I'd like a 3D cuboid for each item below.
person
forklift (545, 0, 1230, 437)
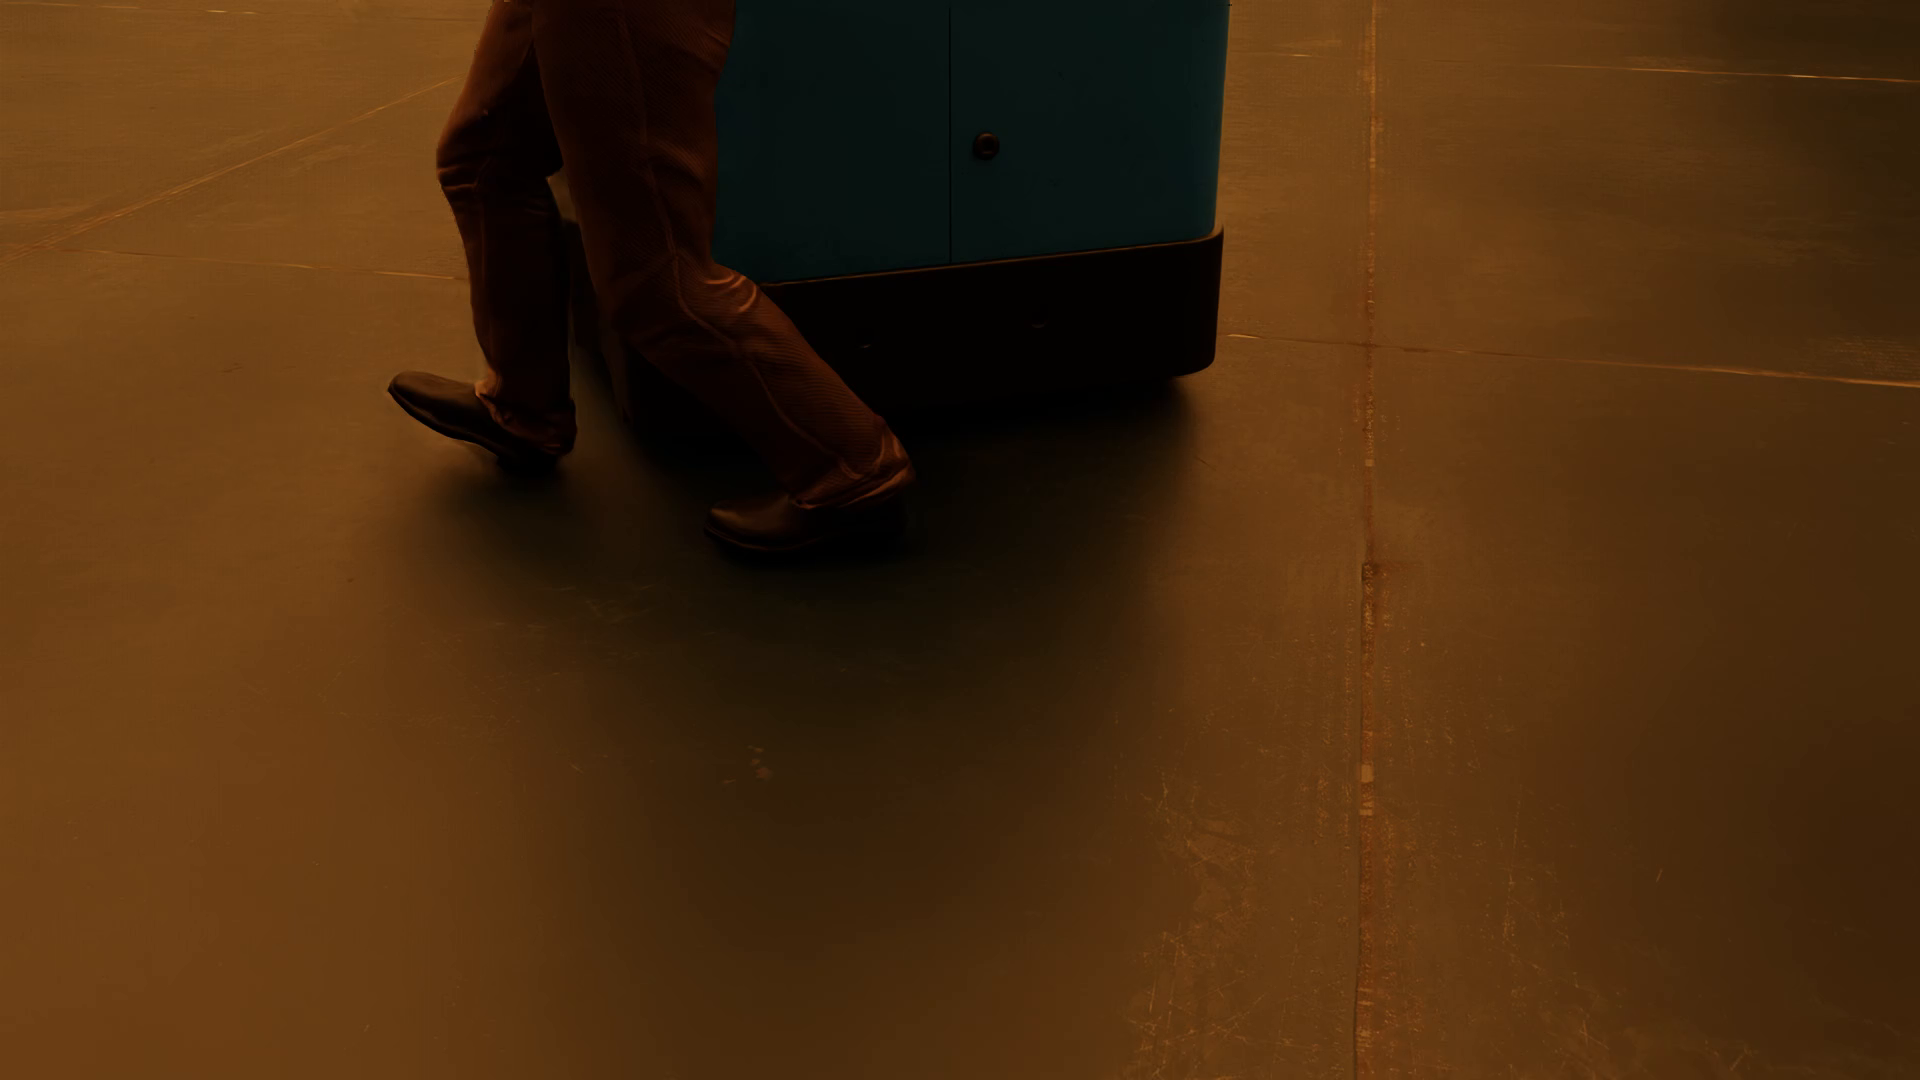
[{"bbox_3d":[-0.498,-0.793,2.275,0.831,1.656,0.684,-3,27,-5],"label":"person"},{"bbox_3d":[-0.493,-2.118,3.444,1.130,2.935,3.031,-9,28,-17],"label":"forklift"}]
